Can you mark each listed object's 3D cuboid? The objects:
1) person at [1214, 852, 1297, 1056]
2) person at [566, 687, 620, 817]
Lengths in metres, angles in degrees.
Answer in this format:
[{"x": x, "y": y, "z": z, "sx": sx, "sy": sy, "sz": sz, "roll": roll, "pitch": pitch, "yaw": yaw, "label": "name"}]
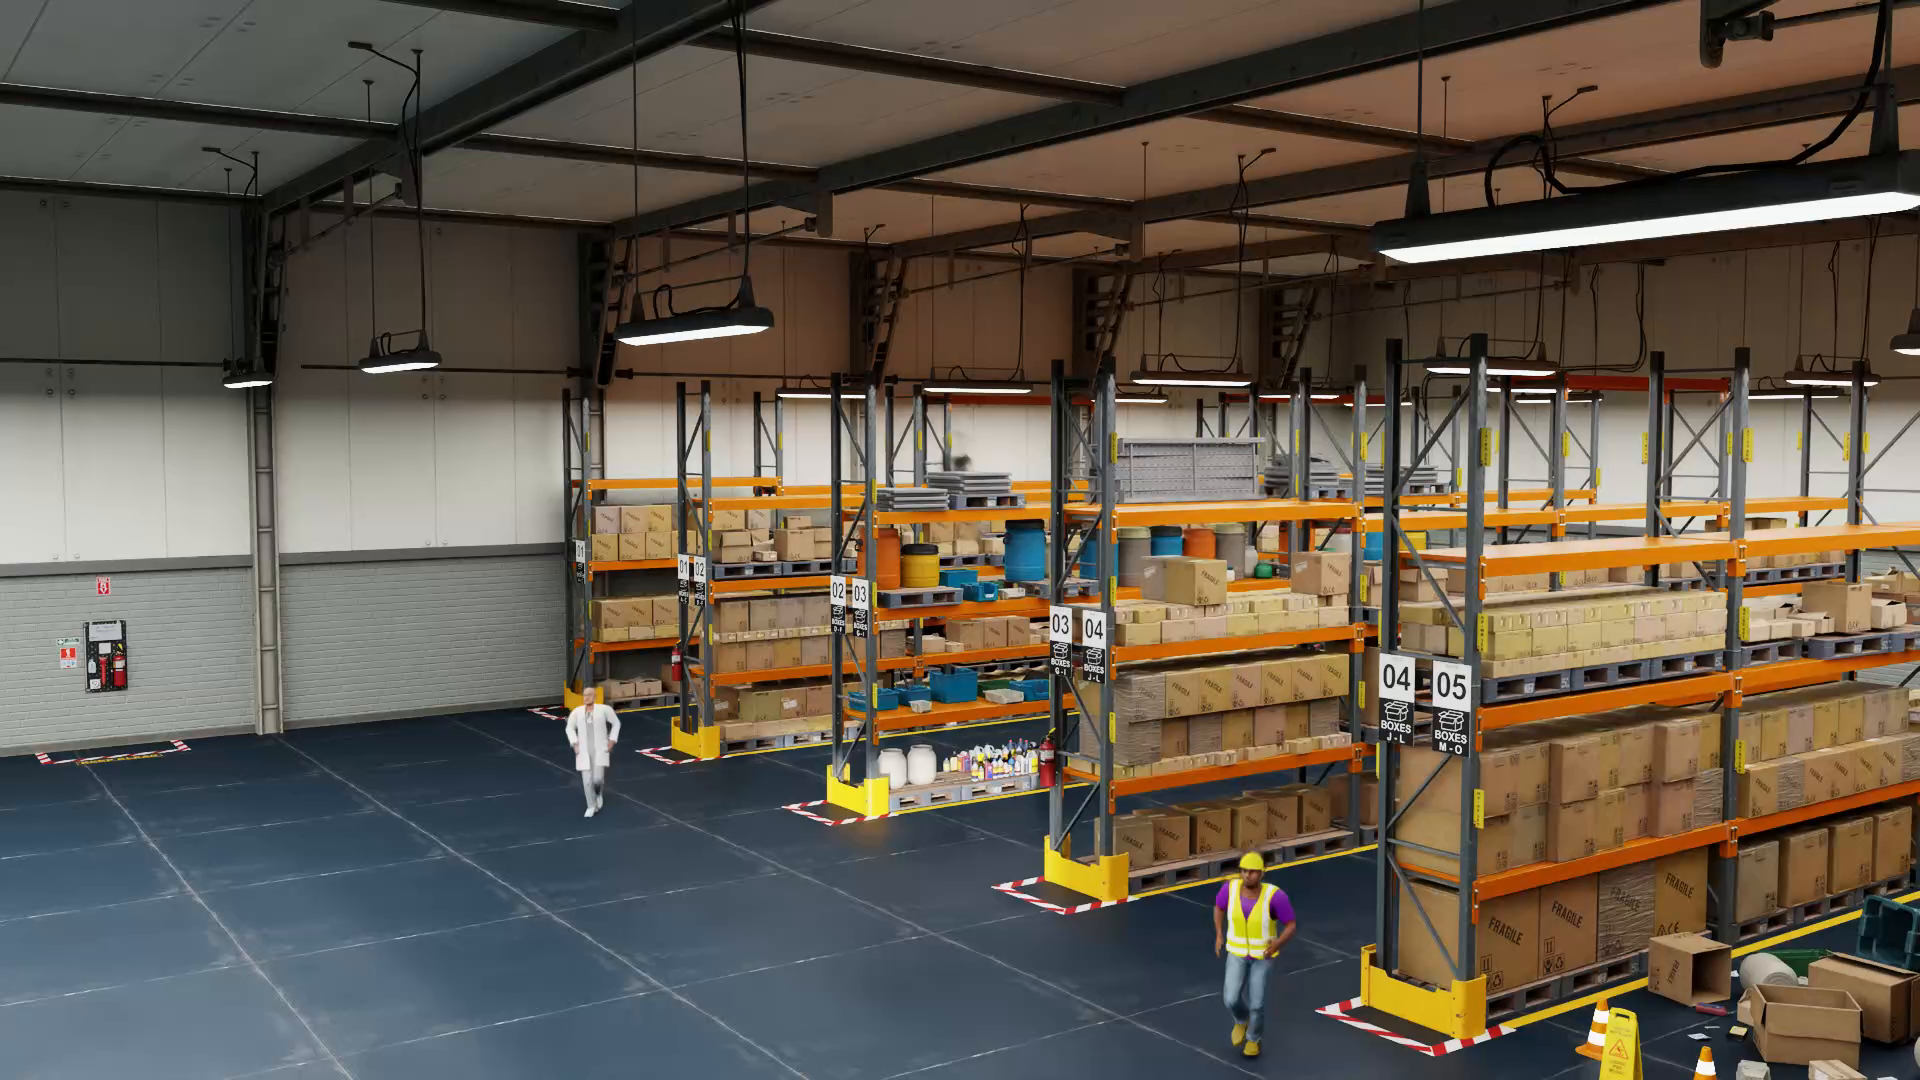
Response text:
[{"x": 2.409, "y": 3.425, "z": 13.721, "sx": 0.720, "sy": 1.719, "sz": 0.591, "roll": 1, "pitch": 4, "yaw": 21, "label": "person"}, {"x": -4.969, "y": 2.827, "z": 22.434, "sx": 0.717, "sy": 1.671, "sz": 0.517, "roll": 0, "pitch": 4, "yaw": -4, "label": "person"}]
